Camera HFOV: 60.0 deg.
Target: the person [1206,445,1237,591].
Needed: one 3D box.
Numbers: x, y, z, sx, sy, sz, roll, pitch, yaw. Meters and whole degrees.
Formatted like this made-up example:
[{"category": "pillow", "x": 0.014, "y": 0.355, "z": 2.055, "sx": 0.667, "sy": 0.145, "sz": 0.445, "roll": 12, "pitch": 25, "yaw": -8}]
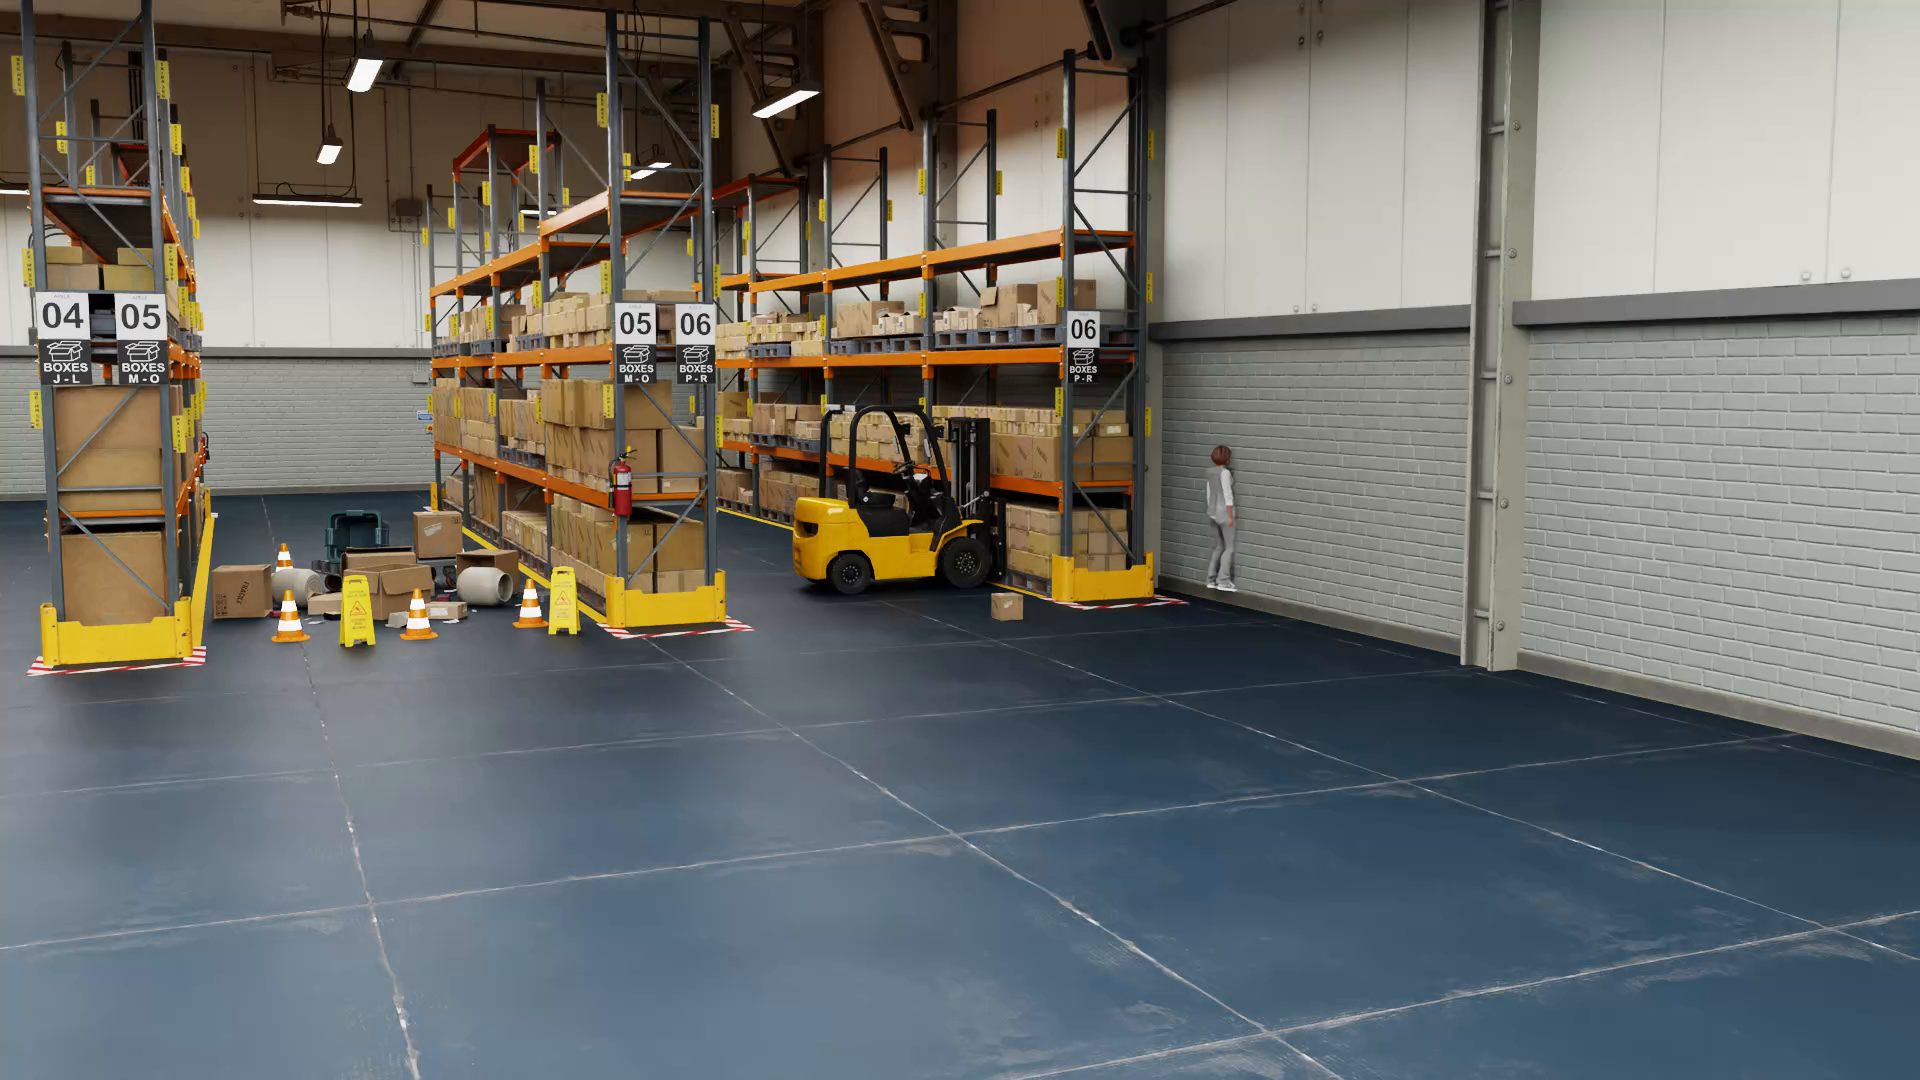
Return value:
[{"category": "person", "x": 2.870, "y": -0.246, "z": 18.208, "sx": 0.311, "sy": 1.588, "sz": 0.408, "roll": -3, "pitch": 6, "yaw": -25}]
